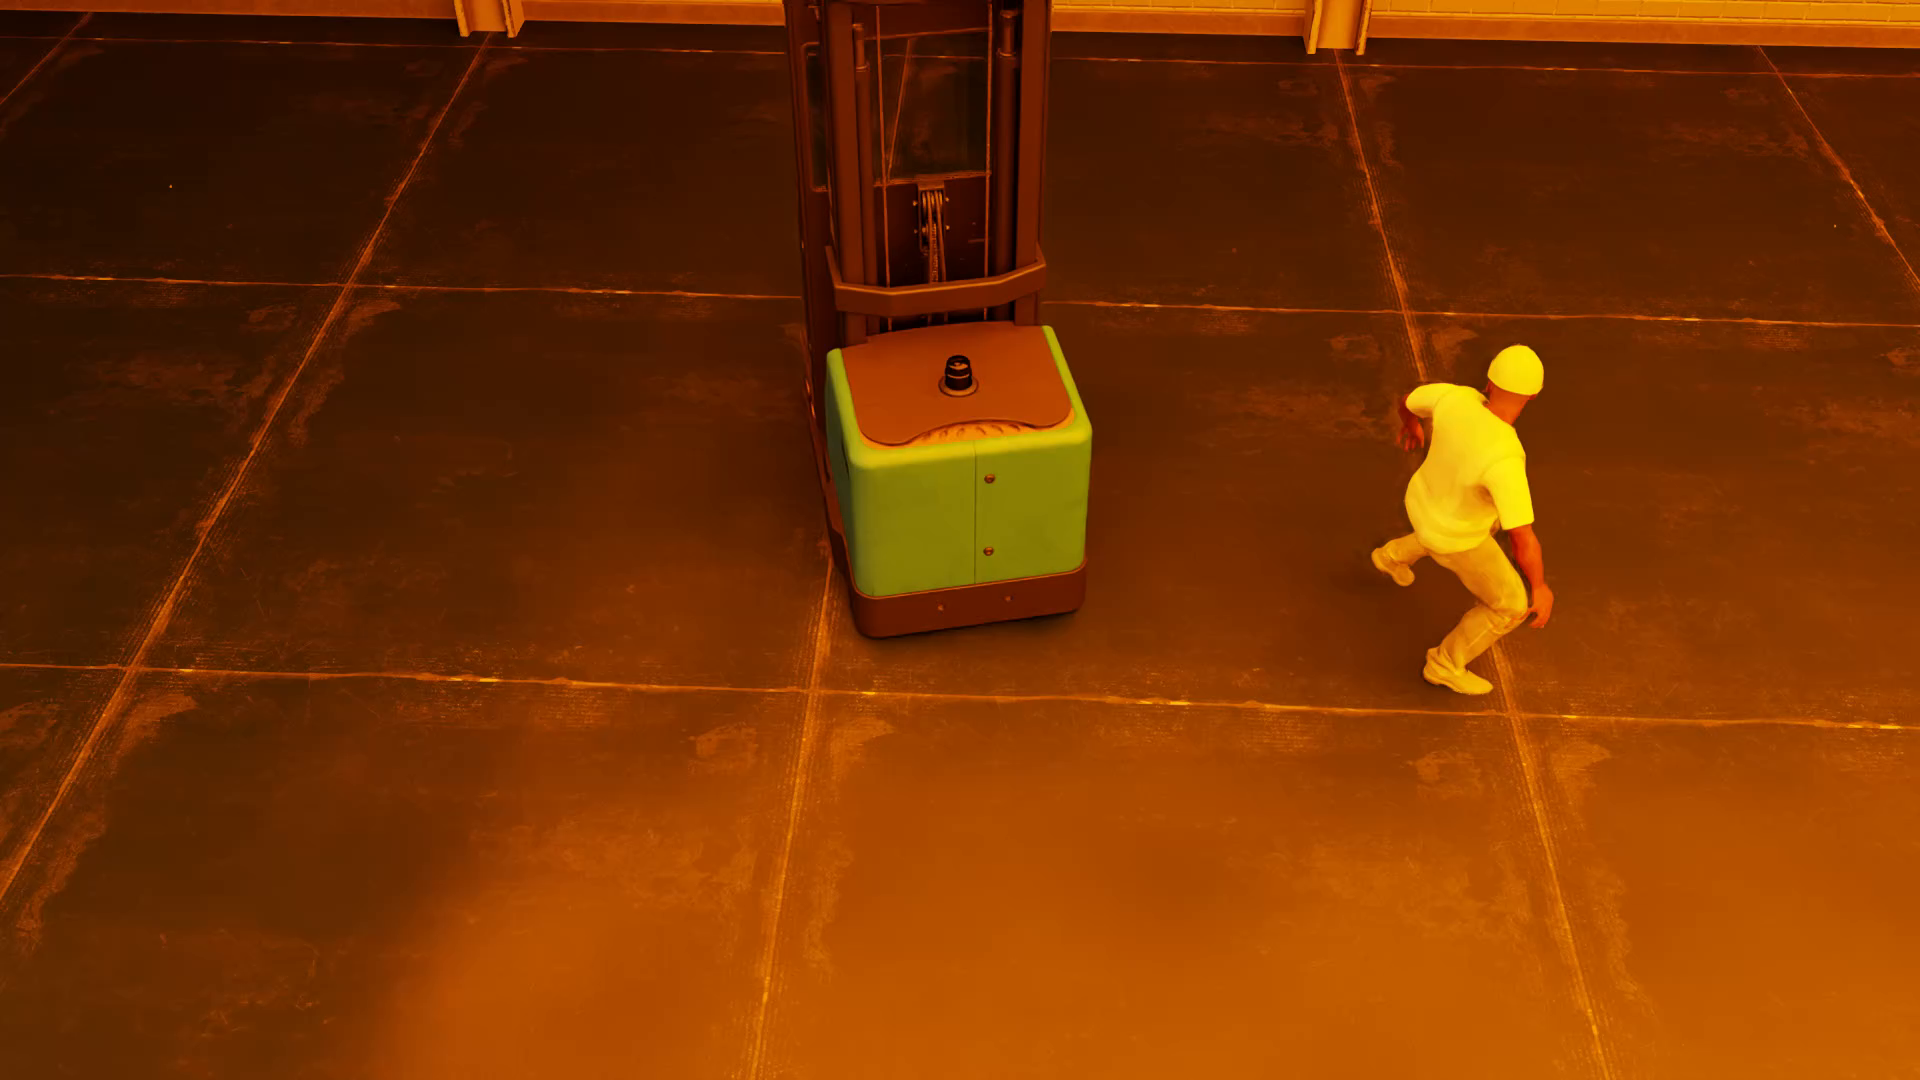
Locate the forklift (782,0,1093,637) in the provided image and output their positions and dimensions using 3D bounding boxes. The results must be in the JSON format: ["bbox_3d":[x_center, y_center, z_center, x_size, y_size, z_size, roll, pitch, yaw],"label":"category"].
[{"bbox_3d":[-0.215,-1.656,7.556,1.130,2.935,3.031,-7,43,-8],"label":"forklift"}]

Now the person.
[{"bbox_3d":[2.104,-0.109,6.848,0.524,1.646,1.039,-3,42,-3],"label":"person"}]
